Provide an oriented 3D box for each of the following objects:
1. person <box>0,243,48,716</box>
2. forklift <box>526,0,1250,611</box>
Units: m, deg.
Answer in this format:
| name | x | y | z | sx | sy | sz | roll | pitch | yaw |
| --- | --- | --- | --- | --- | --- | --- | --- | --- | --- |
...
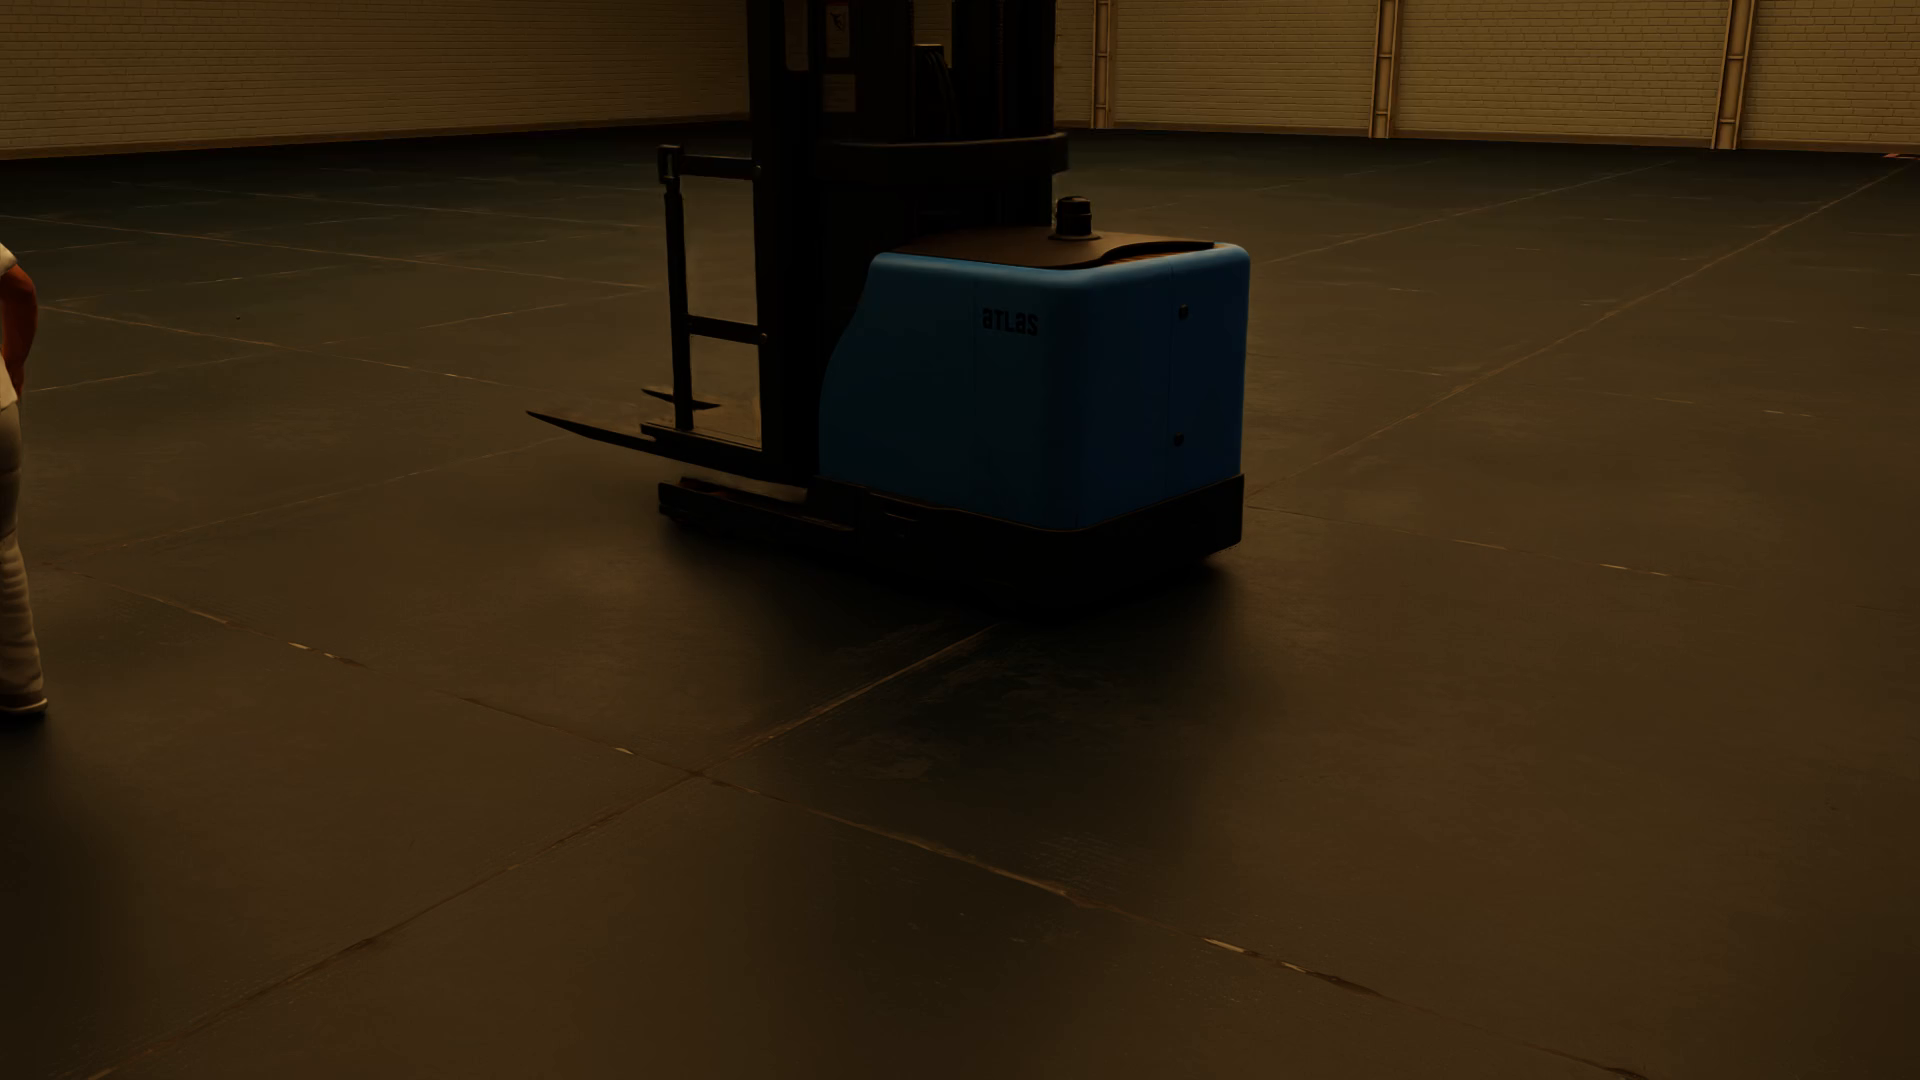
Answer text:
| name | x | y | z | sx | sy | sz | roll | pitch | yaw |
| --- | --- | --- | --- | --- | --- | --- | --- | --- | --- |
| person | -2.592 | -0.270 | 4.015 | 0.512 | 1.638 | 0.674 | 15 | 22 | 41 |
| forklift | -0.474 | -1.518 | 5.910 | 3.031 | 2.935 | 1.130 | 14 | 22 | 39 |
